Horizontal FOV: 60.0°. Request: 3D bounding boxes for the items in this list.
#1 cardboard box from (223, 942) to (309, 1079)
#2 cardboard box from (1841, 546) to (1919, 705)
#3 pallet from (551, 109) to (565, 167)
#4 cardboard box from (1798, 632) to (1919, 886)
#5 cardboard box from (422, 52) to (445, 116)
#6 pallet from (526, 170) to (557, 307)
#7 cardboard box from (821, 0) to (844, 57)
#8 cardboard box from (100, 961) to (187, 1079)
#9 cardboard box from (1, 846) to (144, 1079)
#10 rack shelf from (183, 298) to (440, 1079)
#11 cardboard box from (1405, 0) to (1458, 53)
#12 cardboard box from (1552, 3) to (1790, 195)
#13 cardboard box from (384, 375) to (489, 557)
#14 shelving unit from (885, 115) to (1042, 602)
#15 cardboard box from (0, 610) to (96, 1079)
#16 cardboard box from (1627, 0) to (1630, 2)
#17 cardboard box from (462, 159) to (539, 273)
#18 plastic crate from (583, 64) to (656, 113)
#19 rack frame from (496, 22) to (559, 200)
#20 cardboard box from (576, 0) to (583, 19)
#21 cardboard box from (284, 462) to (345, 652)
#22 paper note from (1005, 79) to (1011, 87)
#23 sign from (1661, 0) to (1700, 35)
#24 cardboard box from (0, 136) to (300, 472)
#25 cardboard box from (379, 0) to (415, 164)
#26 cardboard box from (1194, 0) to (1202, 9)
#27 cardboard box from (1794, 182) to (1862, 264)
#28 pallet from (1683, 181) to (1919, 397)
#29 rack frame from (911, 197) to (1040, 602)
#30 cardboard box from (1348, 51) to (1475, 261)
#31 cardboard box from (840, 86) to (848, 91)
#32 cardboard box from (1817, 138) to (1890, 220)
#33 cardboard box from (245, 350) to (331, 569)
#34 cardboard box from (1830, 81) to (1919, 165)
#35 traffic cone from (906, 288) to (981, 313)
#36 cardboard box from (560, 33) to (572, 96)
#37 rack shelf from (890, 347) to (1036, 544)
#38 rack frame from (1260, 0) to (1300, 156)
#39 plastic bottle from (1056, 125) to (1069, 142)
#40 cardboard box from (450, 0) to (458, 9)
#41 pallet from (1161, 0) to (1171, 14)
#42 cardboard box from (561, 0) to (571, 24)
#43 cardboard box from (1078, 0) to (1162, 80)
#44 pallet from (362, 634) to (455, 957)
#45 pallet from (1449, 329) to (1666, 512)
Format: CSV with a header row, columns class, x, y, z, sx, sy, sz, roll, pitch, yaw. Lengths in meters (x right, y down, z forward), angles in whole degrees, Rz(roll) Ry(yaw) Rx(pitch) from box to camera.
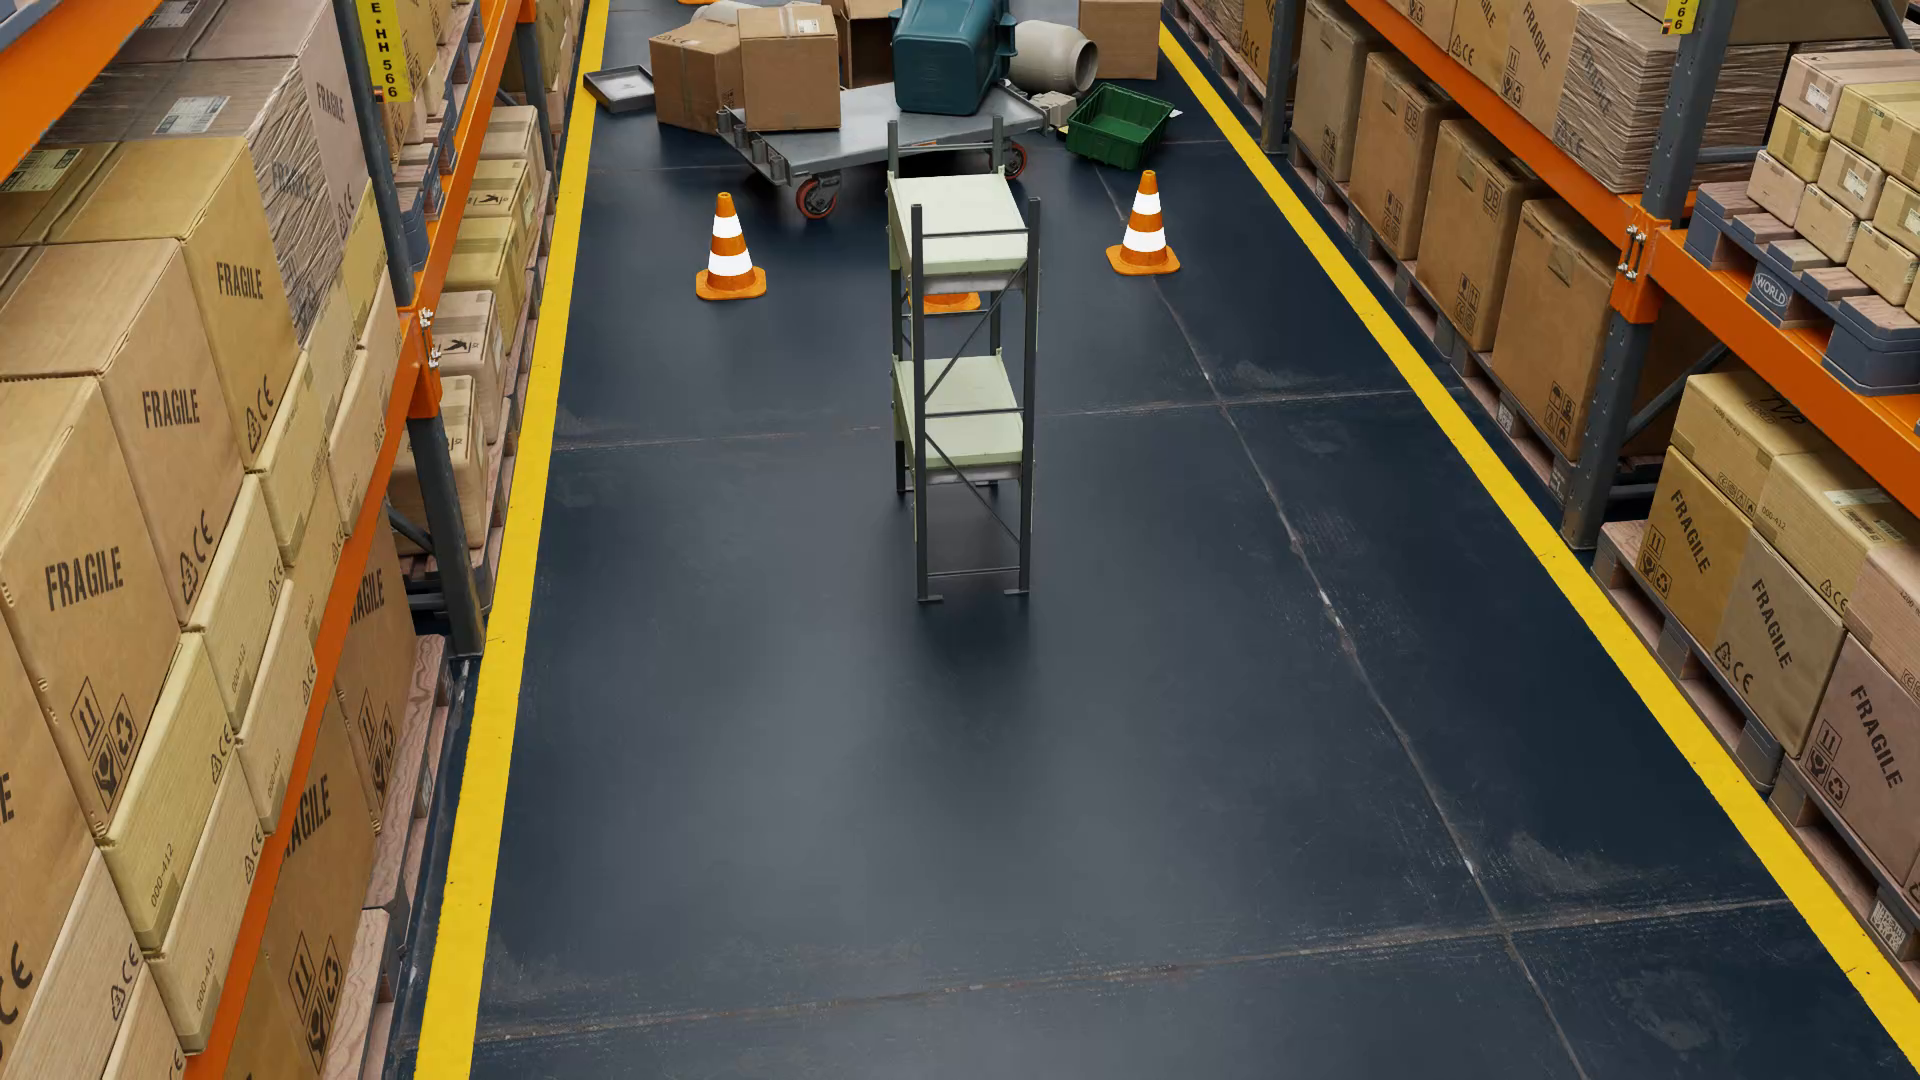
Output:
class,x,y,z,sx,sy,sz,roll,pitch,yaw
cardboard box,-1.881,1.259,3.253,0.875,0.875,0.875,-3,34,-5
cardboard box,2.740,0.247,4.405,0.500,0.250,0.500,-4,34,-6
pallet,-2.790,-2.286,9.417,1.003,0.211,1.213,-4,35,-6
cardboard box,2.752,0.574,4.591,0.500,0.500,0.500,-5,35,-8
cardboard box,-1.998,-1.571,5.742,0.380,0.149,0.250,-4,34,-6
pallet,-2.558,-1.480,8.234,1.003,0.211,1.213,-4,35,-6
cardboard box,-0.458,-3.479,10.907,0.637,0.503,0.797,27,43,34
cardboard box,-1.457,0.906,2.391,0.500,0.250,0.500,-5,35,-8
cardboard box,-1.466,0.697,2.252,0.500,0.250,0.500,-4,34,-6
rack shelf,-1.858,0.579,3.376,1.077,0.370,4.000,-4,35,-6
cardboard box,2.232,-2.381,6.991,0.500,0.500,0.500,-4,34,-6
cardboard box,2.438,-1.538,5.754,0.500,0.500,0.500,-4,35,-6
cardboard box,-2.193,-0.238,5.896,0.950,0.372,0.625,-7,35,-10
shelving unit,-0.001,-0.623,5.833,0.431,1.500,0.755,-4,35,-6
cardboard box,-1.459,0.394,2.031,0.500,0.500,0.500,-5,35,-7
cardboard box,2.645,-2.253,5.916,0.700,0.500,0.500,-5,35,-7
cardboard box,-2.491,-1.461,7.690,0.950,0.372,0.625,-2,34,-3
plastic crate,-2.063,-2.798,10.285,0.402,0.080,0.583,-16,38,-23
rack frame,-2.665,-3.066,8.086,1.000,3.000,0.127,-4,35,-6
cardboard box,-2.765,-3.615,10.960,0.500,0.250,0.500,-4,35,-6
cardboard box,-1.665,0.056,3.637,0.500,0.250,0.500,-5,35,-7
paper note,0.231,-2.887,10.466,0.172,0.023,0.155,7,35,10
sign,2.215,-1.700,5.053,0.100,0.325,0.005,-4,35,-6
cardboard box,-1.661,-0.457,3.280,0.500,0.500,0.500,-4,35,-6
cardboard box,-1.958,-1.441,4.975,0.500,0.500,0.500,-5,35,-8
cardboard box,1.966,-4.161,11.206,0.875,0.875,0.875,-5,35,-7
cardboard box,2.661,-0.921,4.787,0.380,0.149,0.250,-3,34,-4
pallet,2.966,-0.797,4.926,1.213,0.211,1.003,-4,35,-6
rack frame,0.048,-0.419,5.533,0.400,1.500,0.023,-4,35,-6
cardboard box,2.525,-1.863,7.946,1.050,0.750,0.750,-4,35,-6
cardboard box,-0.647,-2.554,9.762,0.396,0.266,0.258,27,43,34
cardboard box,2.669,-1.022,4.672,0.380,0.149,0.250,-3,34,-4
cardboard box,-1.648,-0.158,3.507,0.500,0.250,0.500,-5,35,-8
cardboard box,2.674,-1.159,4.609,0.380,0.149,0.250,-5,35,-8
traffic cone,-0.081,-1.346,7.814,0.336,0.463,0.334,-4,35,-6
cardboard box,-2.559,-2.750,9.691,0.500,0.250,0.500,-3,34,-4
rack shelf,-0.001,-0.354,6.017,0.431,0.370,0.720,-4,35,-6
rack frame,2.227,-3.498,8.719,1.000,3.000,0.127,-4,35,-6
plastic bottle,0.694,-2.323,9.605,0.133,0.061,0.283,-24,41,-30
cardboard box,-2.172,-2.306,6.245,0.500,0.500,0.500,-6,35,-8
pallet,1.874,-4.137,12.134,1.003,0.211,1.213,-4,35,-6
cardboard box,-2.628,-3.351,9.906,0.500,0.500,0.500,-3,34,-4
cardboard box,1.001,-3.254,10.579,0.500,0.500,0.500,1,34,2
pallet,-2.095,0.764,4.942,1.003,0.211,1.213,-4,35,-6
pallet,2.733,-0.559,6.883,1.003,0.211,1.213,-4,35,-6
